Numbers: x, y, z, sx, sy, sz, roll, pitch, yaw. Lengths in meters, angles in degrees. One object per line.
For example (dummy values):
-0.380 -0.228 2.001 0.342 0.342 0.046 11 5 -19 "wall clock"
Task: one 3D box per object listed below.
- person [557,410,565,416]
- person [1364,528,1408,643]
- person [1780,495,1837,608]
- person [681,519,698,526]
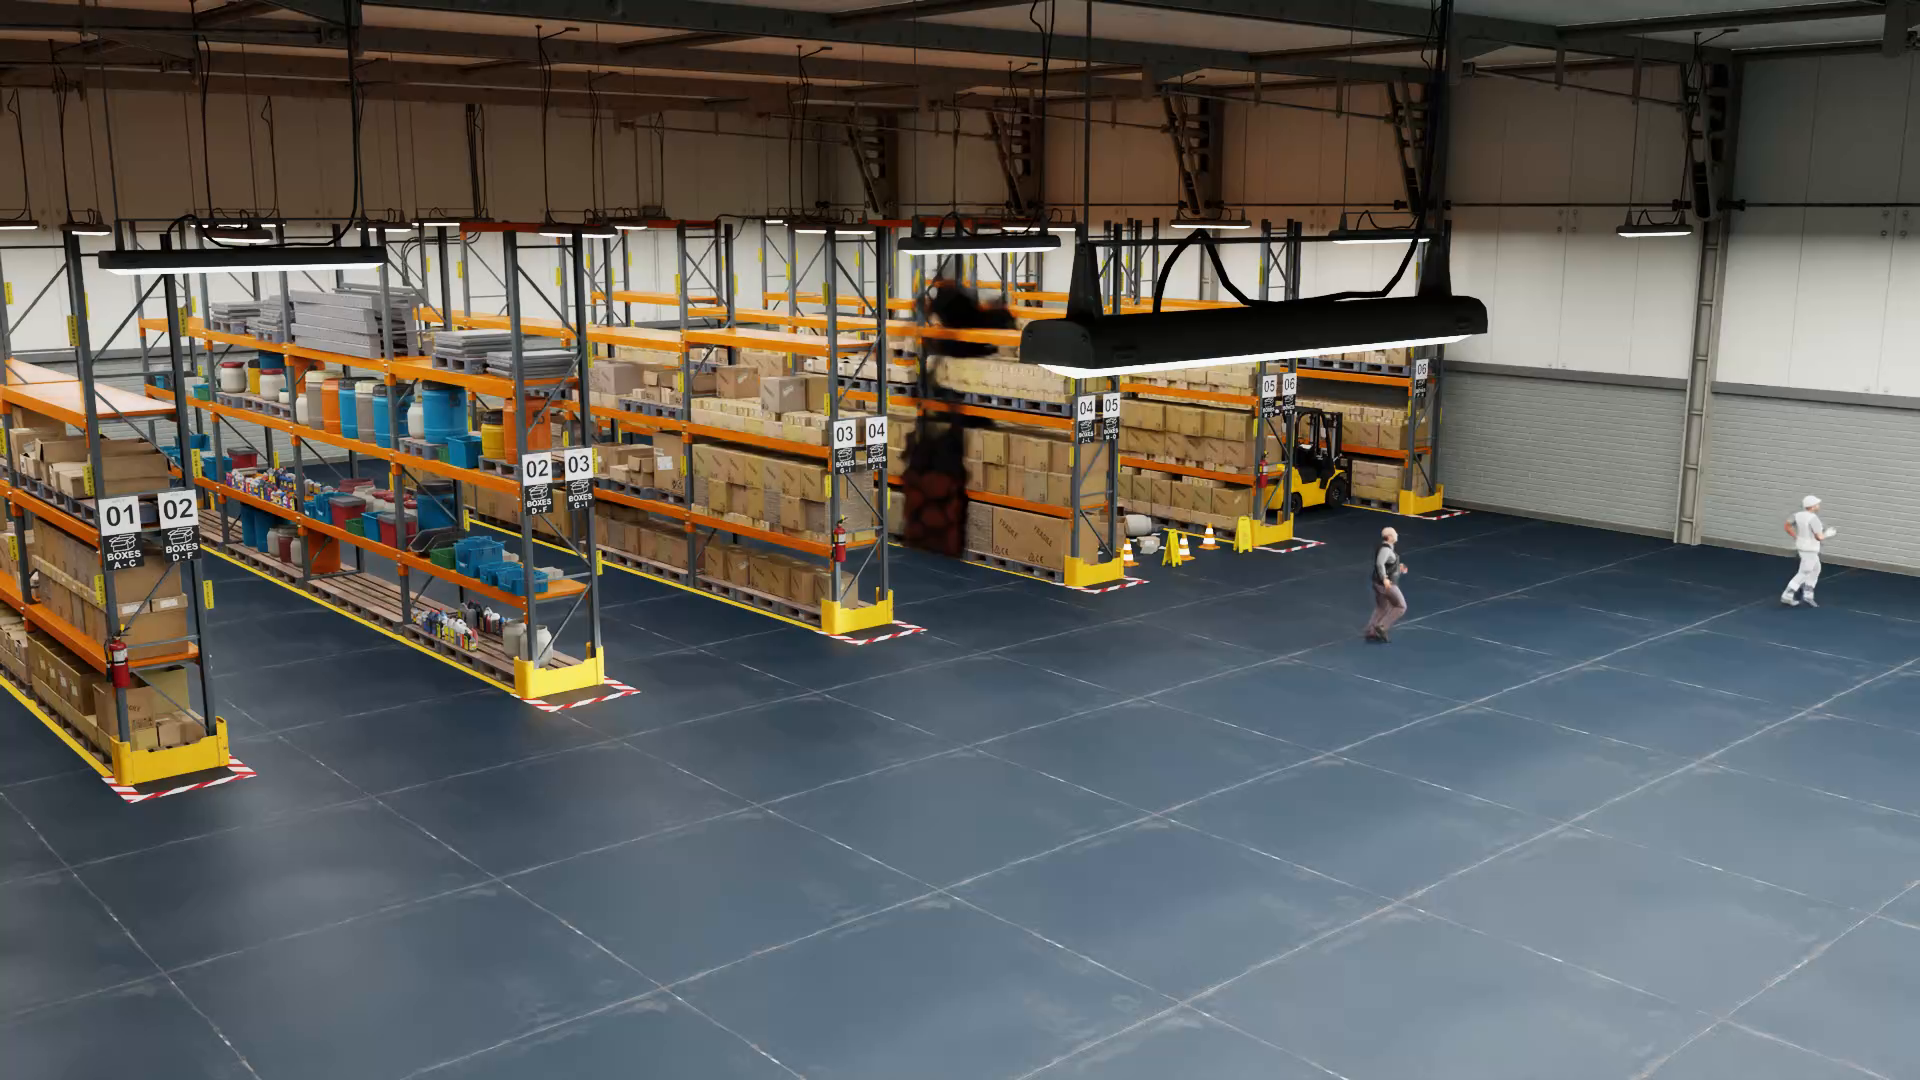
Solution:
-9.310 -2.184 38.555 0.618 1.686 0.810 -6 13 -26 "person"
6.269 0.655 24.331 0.647 1.699 0.661 -1 11 -6 "person"
13.421 0.202 26.323 0.736 1.836 0.632 1 11 4 "person"
-5.199 -0.979 32.018 0.657 1.666 0.928 -10 15 -42 "person"
